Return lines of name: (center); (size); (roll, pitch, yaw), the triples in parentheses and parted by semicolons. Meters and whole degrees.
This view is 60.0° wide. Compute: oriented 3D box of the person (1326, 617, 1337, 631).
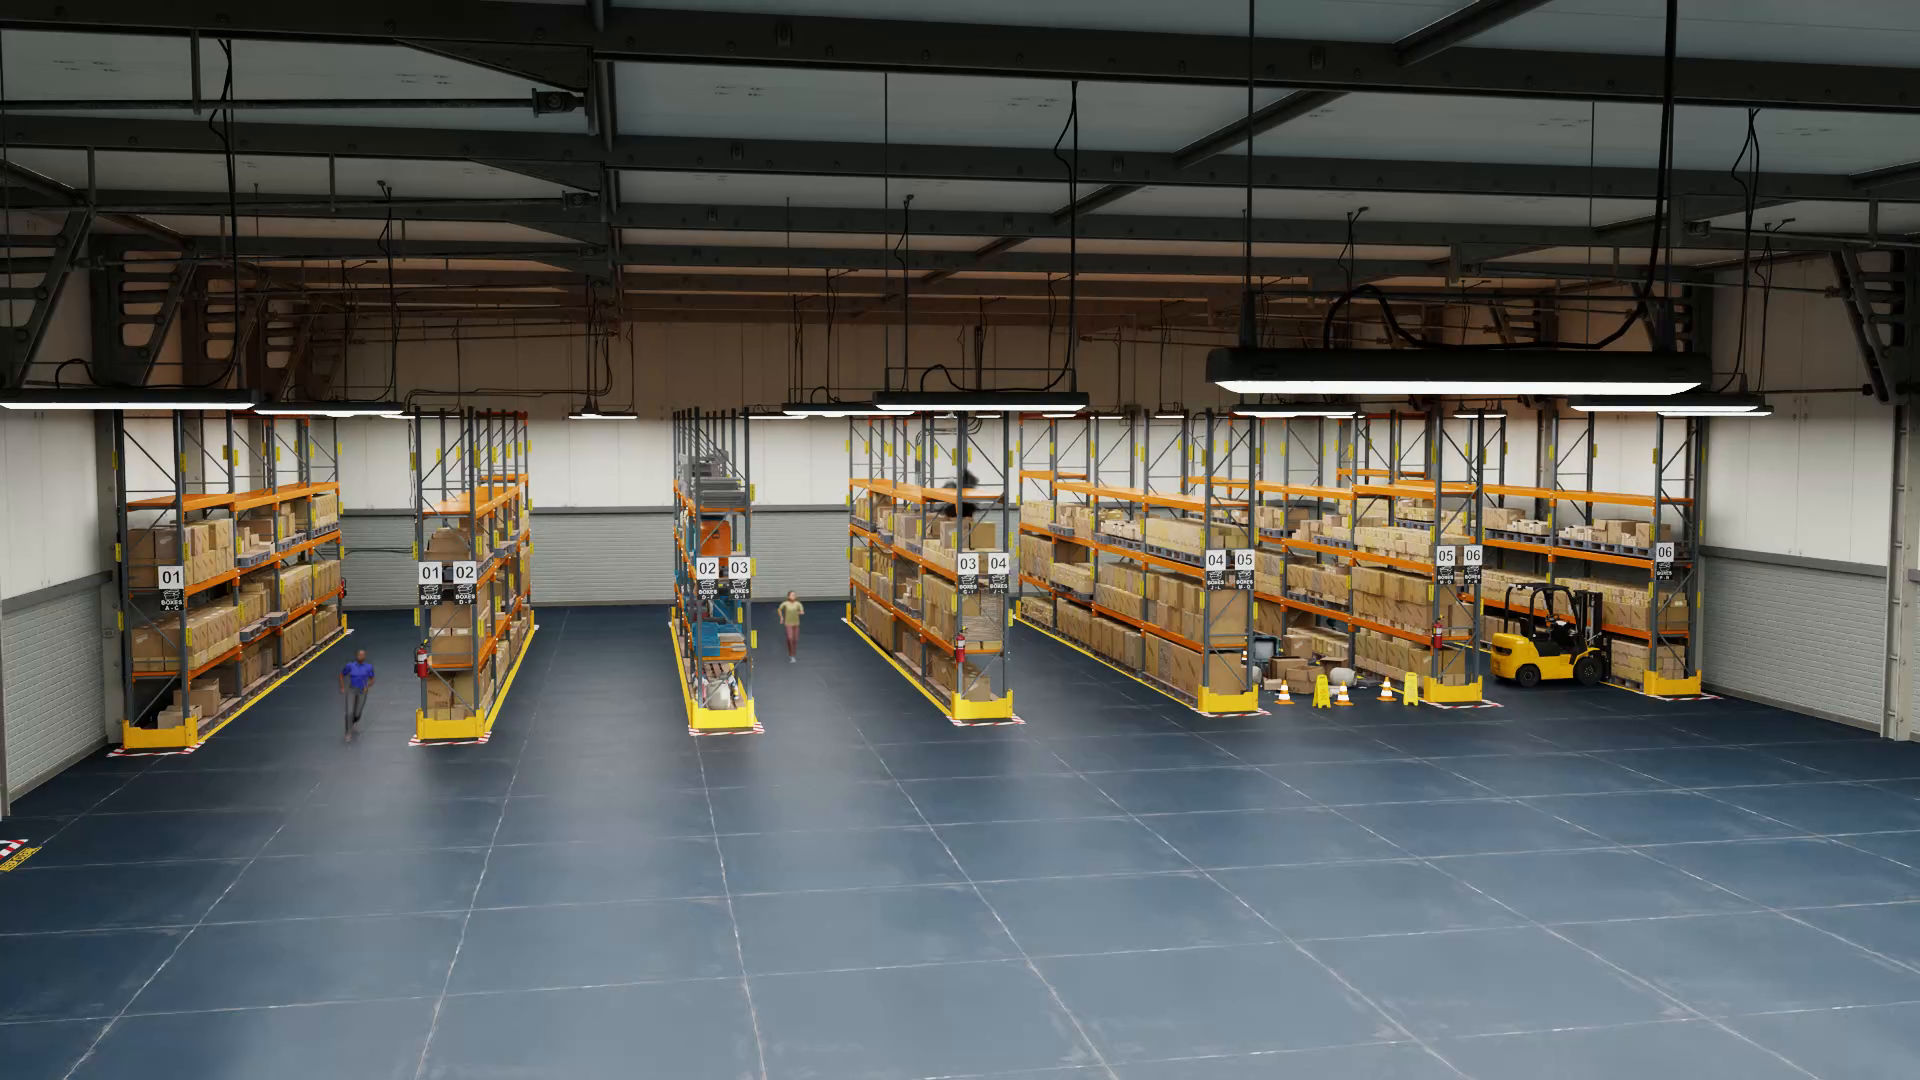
person: (9.812, 1.862, 43.581); (0.541, 1.556, 0.549); (-1, 4, -13)

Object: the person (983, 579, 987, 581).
person: (0.584, 1.428, 48.281); (0.765, 1.736, 0.804); (1, 4, 19)

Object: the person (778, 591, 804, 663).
person: (-4.002, 2.042, 39.683); (0.568, 1.678, 0.940); (-2, 4, -21)

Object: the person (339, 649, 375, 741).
person: (-10.931, 2.796, 30.177); (0.615, 1.617, 0.724); (-2, 4, -21)
